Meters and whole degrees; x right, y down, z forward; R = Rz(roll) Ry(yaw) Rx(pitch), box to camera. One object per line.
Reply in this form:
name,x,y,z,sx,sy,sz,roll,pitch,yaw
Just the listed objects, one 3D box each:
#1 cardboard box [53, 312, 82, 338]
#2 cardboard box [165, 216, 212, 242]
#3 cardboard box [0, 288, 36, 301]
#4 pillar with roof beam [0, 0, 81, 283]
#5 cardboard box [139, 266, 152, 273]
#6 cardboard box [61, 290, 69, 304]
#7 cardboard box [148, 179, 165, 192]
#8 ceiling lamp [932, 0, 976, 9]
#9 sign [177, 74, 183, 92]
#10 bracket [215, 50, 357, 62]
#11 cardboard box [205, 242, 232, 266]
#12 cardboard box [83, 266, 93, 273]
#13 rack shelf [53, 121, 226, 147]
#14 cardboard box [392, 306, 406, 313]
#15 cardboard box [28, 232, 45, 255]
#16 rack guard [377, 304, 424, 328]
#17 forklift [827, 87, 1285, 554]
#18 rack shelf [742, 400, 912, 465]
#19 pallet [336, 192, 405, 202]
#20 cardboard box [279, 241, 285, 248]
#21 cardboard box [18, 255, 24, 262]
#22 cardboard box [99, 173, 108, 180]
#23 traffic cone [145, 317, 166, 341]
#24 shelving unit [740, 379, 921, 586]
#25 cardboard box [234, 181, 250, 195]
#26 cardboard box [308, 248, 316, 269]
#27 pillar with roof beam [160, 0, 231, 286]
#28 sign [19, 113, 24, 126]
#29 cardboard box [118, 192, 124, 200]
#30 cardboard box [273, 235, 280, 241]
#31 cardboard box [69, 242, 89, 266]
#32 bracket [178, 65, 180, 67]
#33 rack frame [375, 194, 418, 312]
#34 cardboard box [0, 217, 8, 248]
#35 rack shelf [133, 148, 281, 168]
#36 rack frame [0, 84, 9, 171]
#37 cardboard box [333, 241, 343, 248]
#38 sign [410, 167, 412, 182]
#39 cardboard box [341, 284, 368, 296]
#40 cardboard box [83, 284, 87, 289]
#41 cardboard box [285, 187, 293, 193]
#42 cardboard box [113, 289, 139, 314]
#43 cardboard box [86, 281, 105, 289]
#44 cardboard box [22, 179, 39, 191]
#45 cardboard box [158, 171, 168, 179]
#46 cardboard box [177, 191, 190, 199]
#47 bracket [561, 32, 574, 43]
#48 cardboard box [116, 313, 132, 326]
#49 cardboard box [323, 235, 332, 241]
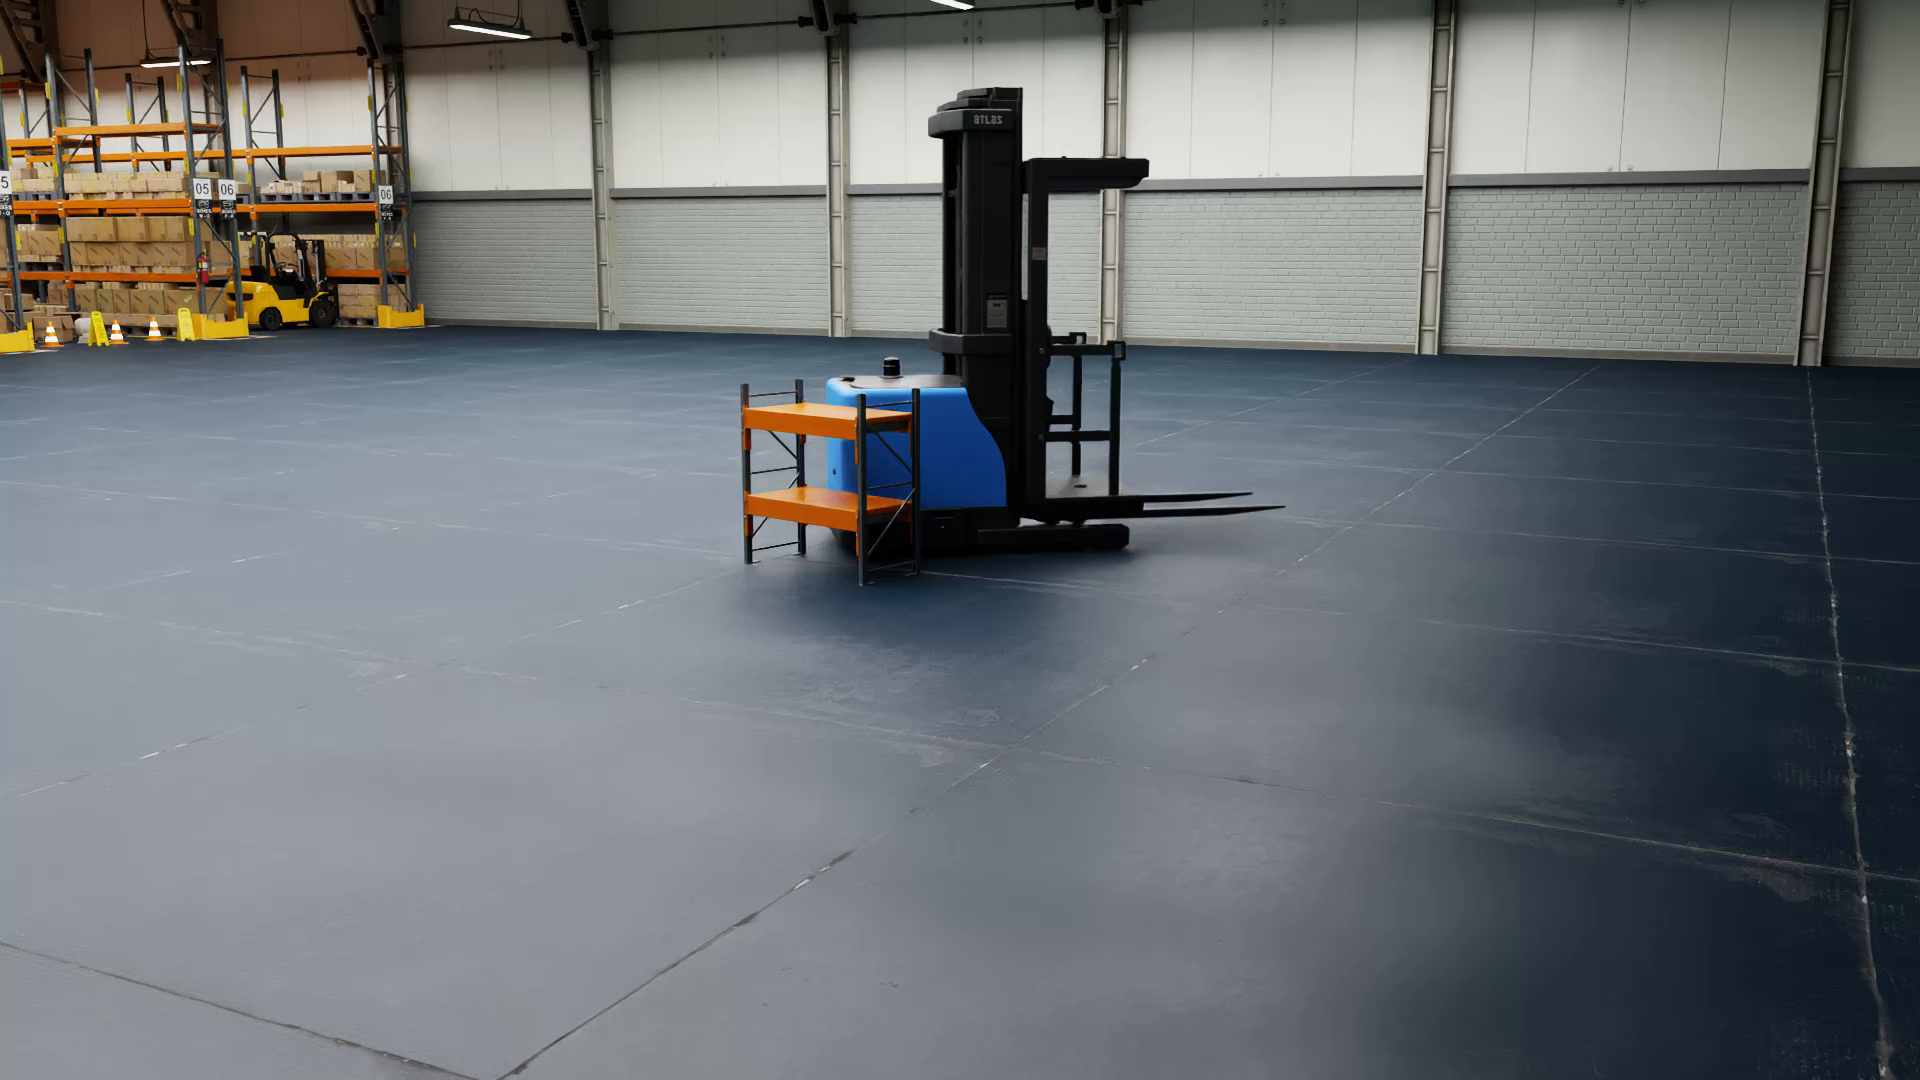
cardboard box,-18.447,-4.450,34.406,0.500,0.500,0.500,-4,11,-23
cardboard box,-15.774,-6.358,34.015,0.500,0.500,0.700,5,11,24
cardboard box,-25.188,-6.477,44.435,0.500,0.500,0.700,5,11,24
pillar with roof beam,-25.918,-9.867,40.482,0.548,9.000,9.100,5,11,26
cardboard box,-16.827,-5.626,34.601,0.250,0.149,0.380,5,11,25
cardboard box,-22.972,-6.266,43.269,0.500,0.500,0.500,5,11,25
cardboard box,-16.242,-7.253,34.046,0.500,0.250,0.500,5,11,25
ceiling lamp,-0.085,-10.381,26.932,0.800,3.185,2.000,5,11,26
sign,-15.483,-9.068,32.997,0.005,0.325,0.100,5,11,26
bracket,-16.092,-11.559,39.724,4.783,0.066,0.076,5,11,26
cardboard box,-15.521,-5.942,34.525,0.500,0.500,0.500,5,11,25
cardboard box,-18.416,-5.769,35.389,0.250,0.149,0.380,5,12,27
rack shelf,-17.013,-8.419,34.511,4.000,0.370,1.077,5,11,26
cardboard box,-13.380,-5.382,39.085,0.500,0.250,0.500,5,11,26
cardboard box,-19.767,-6.421,35.992,0.500,0.500,0.500,5,11,26
rack guard,-13.005,-5.226,38.704,0.348,0.500,1.175,5,11,26
forklift,0.650,-1.458,11.056,3.031,2.935,1.130,-2,10,-10
rack shelf,-0.795,-0.666,10.105,1.000,0.278,0.538,9,14,41
pallet,-13.649,-7.951,38.563,1.213,0.211,1.003,5,11,26
cardboard box,-15.965,-7.038,39.595,0.250,0.149,0.380,5,11,26
cardboard box,-20.298,-6.143,36.274,0.250,0.149,0.380,5,11,26
cardboard box,-17.721,-7.574,34.699,0.250,0.149,0.380,5,11,24
traffic cone,-16.176,-4.245,33.384,0.334,0.463,0.336,5,11,26
shelving unit,-0.795,-0.378,10.158,1.048,1.125,0.538,9,14,41
cardboard box,-17.370,-8.480,40.028,0.500,0.311,0.500,5,11,24
cardboard box,-14.960,-6.625,39.131,0.500,0.500,0.500,5,11,26
pillar with roof beam,-20.537,-9.394,37.869,0.548,9.000,9.100,5,11,26
sign,-24.044,-10.769,42.621,0.005,0.325,0.100,5,11,26
cardboard box,-17.250,-7.147,34.581,0.250,0.149,0.380,5,11,26
cardboard box,-16.176,-7.212,39.721,0.250,0.149,0.380,5,11,27
cardboard box,-18.535,-6.097,35.378,0.500,0.500,0.500,5,11,26
bracket,-19.162,-11.829,41.215,0.430,0.232,0.235,5,11,26
rack frame,-13.026,-6.458,38.491,0.127,3.000,1.000,5,11,26
cardboard box,-17.634,-5.507,29.784,0.550,0.550,0.875,5,11,26
rack shelf,-18.407,-9.332,40.669,4.000,0.370,1.077,5,11,26
rack frame,-17.319,-7.819,29.163,0.127,3.000,1.000,5,11,26
cardboard box,-14.387,-6.890,38.773,0.250,0.149,0.380,5,11,24
sign,-12.775,-8.491,38.627,0.005,0.325,0.100,5,11,26
cardboard box,-14.038,-5.830,38.752,0.500,0.250,0.500,5,12,27
cardboard box,-22.385,-6.536,42.940,0.250,0.149,0.380,5,12,28
cardboard box,-15.656,-8.237,39.144,0.250,0.149,0.380,5,12,28
cardboard box,-17.447,-5.032,35.047,0.500,0.500,0.500,6,12,29
cardboard box,-18.311,-5.413,35.332,0.250,0.149,0.380,5,11,27
cardboard box,-19.846,-7.653,35.911,0.500,0.250,0.500,5,11,27
cardboard box,-16.104,-7.433,33.922,0.250,0.149,0.380,5,11,25
cardboard box,-15.663,-7.001,33.773,0.250,0.149,0.380,5,11,26
bracket,-8.400,-10.884,35.990,0.430,0.232,0.235,5,11,26
cardboard box,-17.436,-4.663,35.112,0.500,0.250,0.500,5,11,25
cardboard box,-14.630,-7.052,38.836,0.250,0.149,0.380,5,12,27
